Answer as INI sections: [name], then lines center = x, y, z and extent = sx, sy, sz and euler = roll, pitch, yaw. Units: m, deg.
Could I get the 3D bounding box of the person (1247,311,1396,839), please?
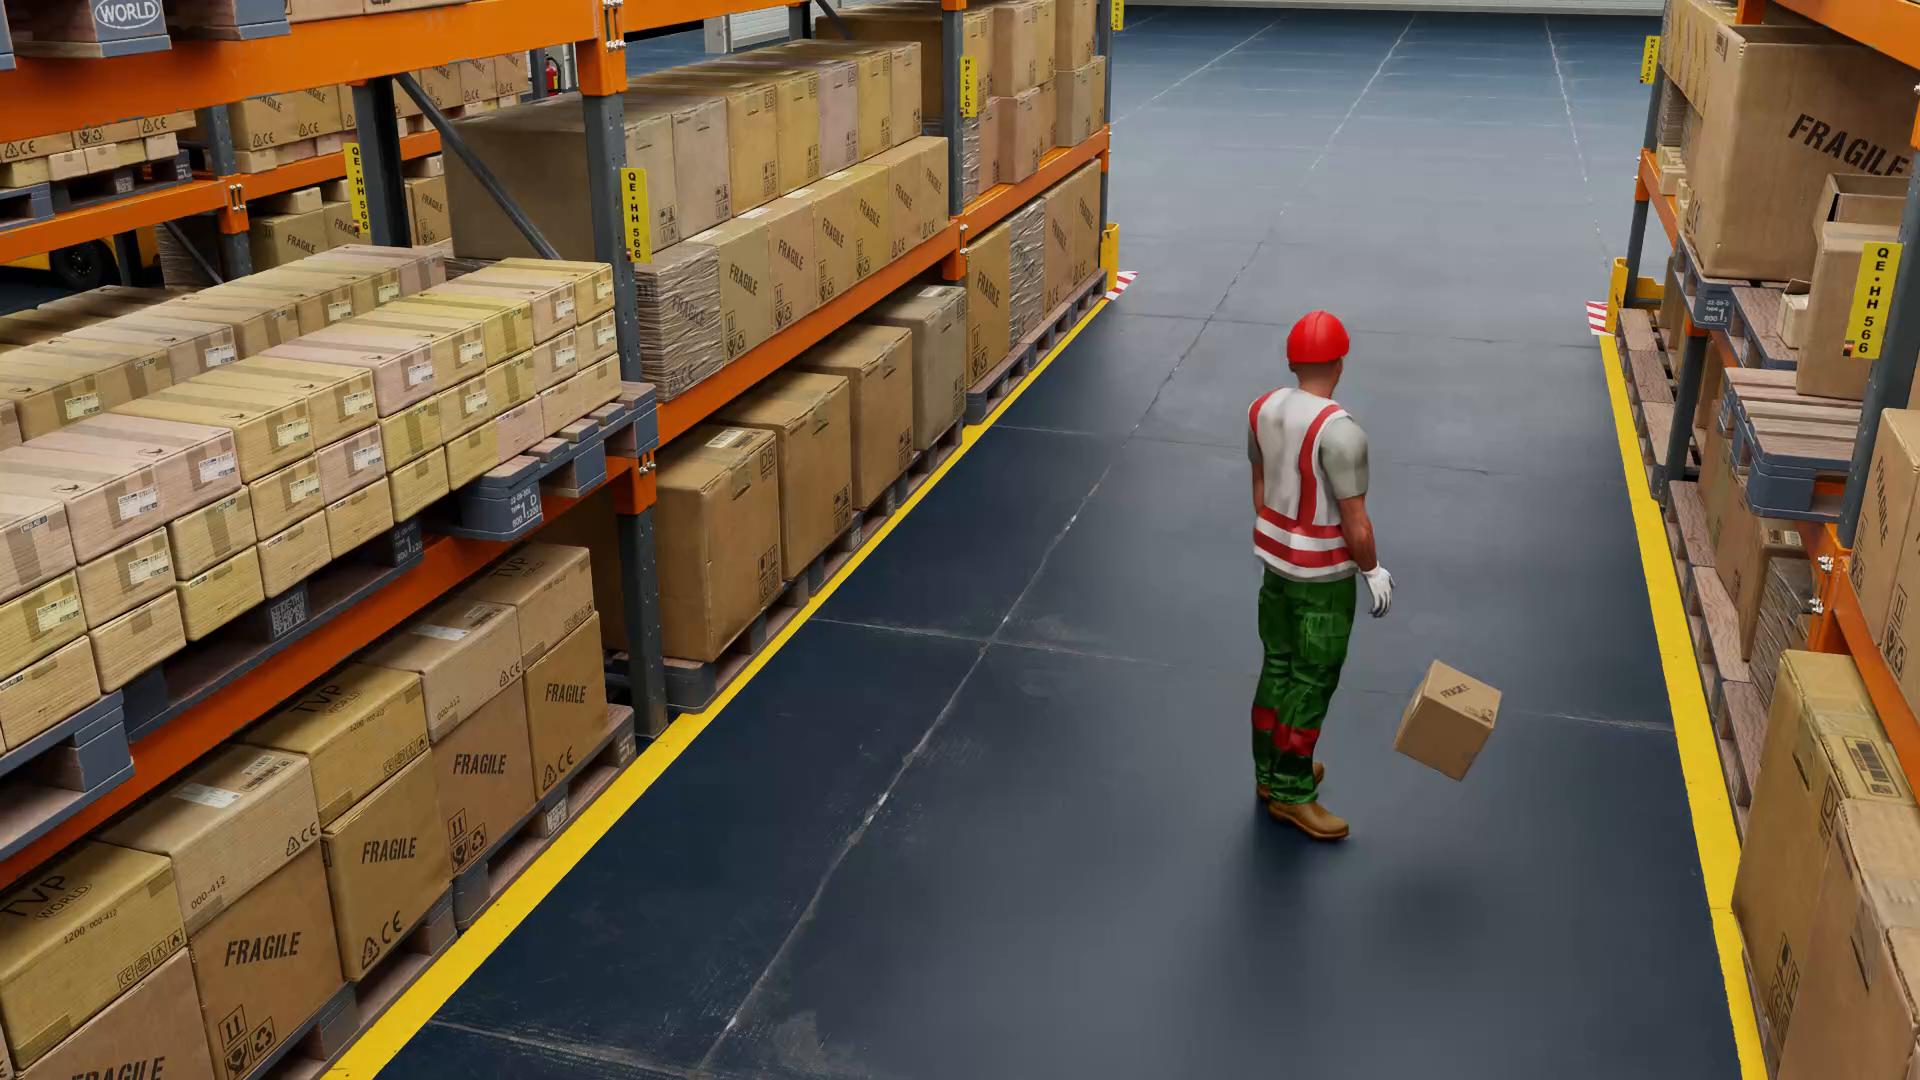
[person]
center = 1.244, 0.102, 5.751
extent = 0.395, 1.790, 0.644
euler = -10, 24, -23
